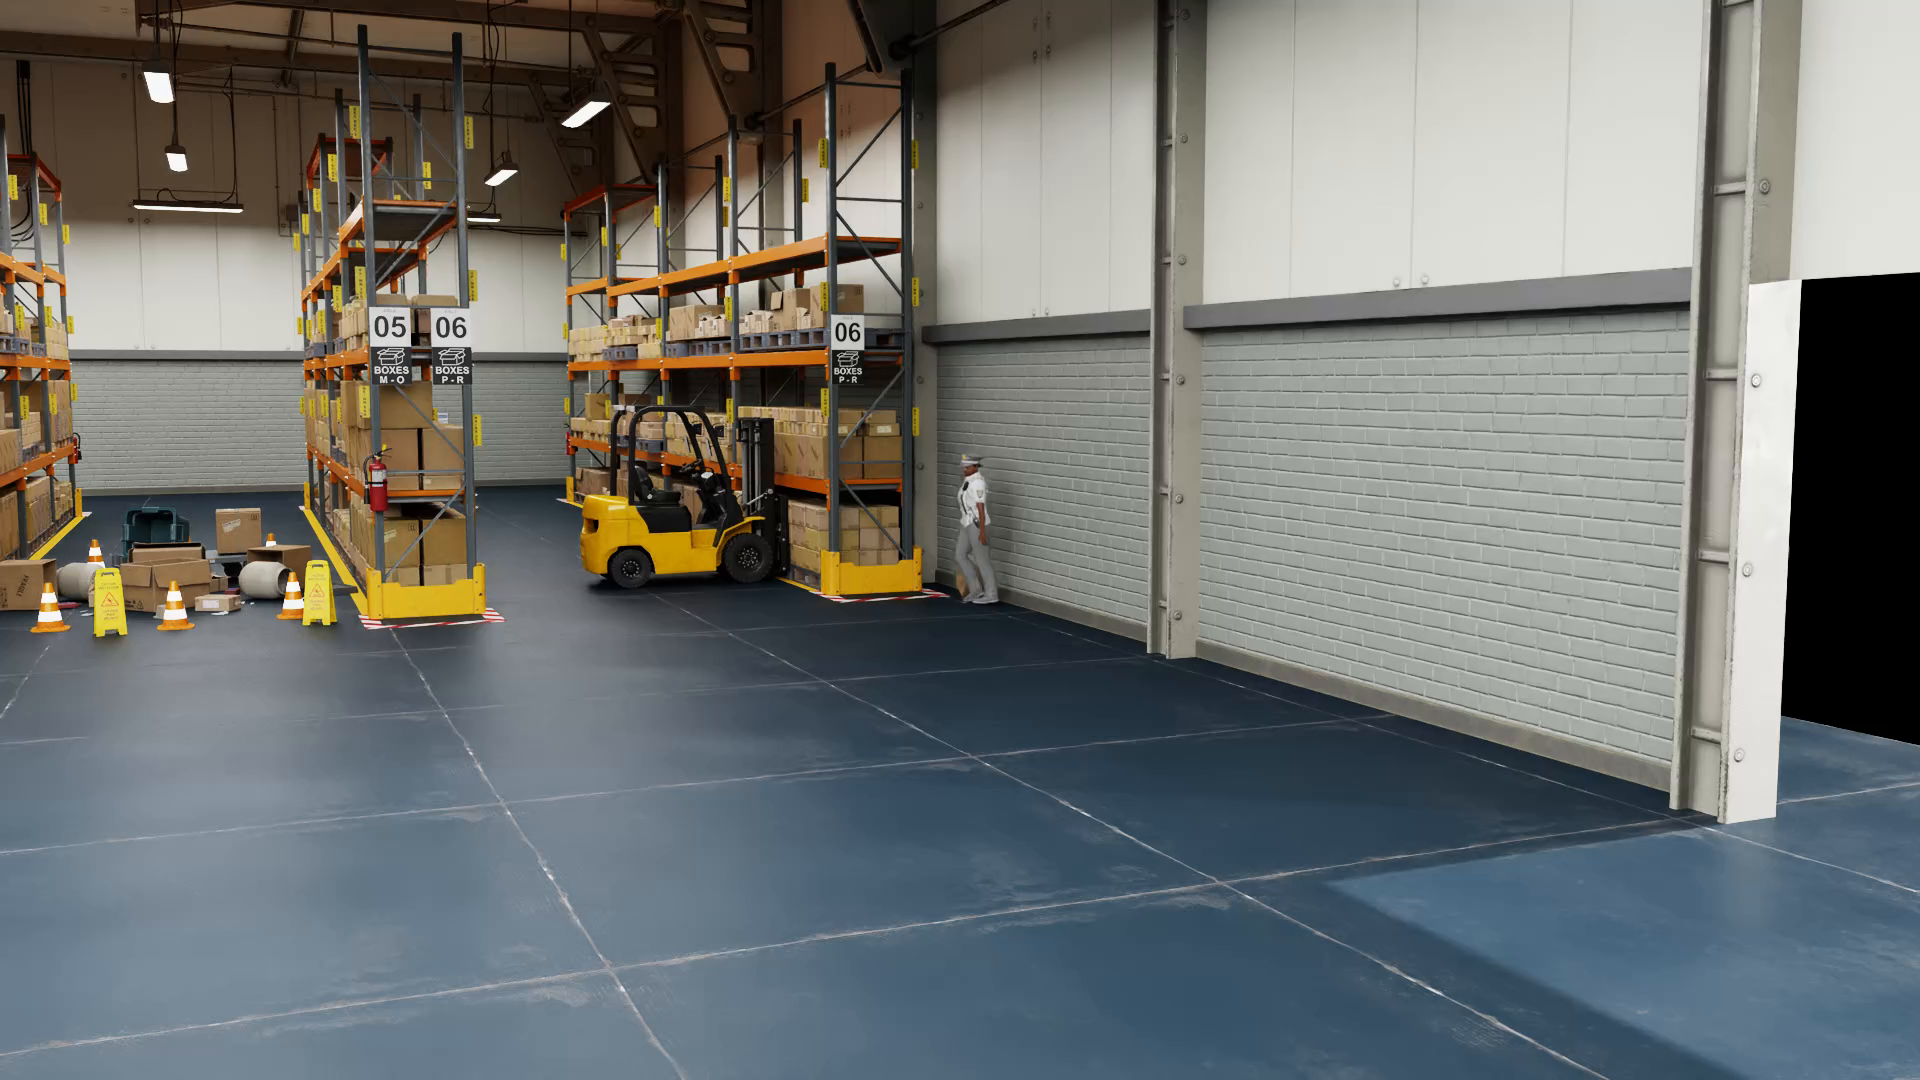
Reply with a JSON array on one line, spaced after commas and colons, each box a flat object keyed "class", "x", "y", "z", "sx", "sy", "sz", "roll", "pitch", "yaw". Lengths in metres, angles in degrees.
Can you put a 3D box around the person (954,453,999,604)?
[{"class": "person", "x": 0.189, "y": -0.113, "z": 18.181, "sx": 0.457, "sy": 1.673, "sz": 0.581, "roll": -1, "pitch": 6, "yaw": -14}]
